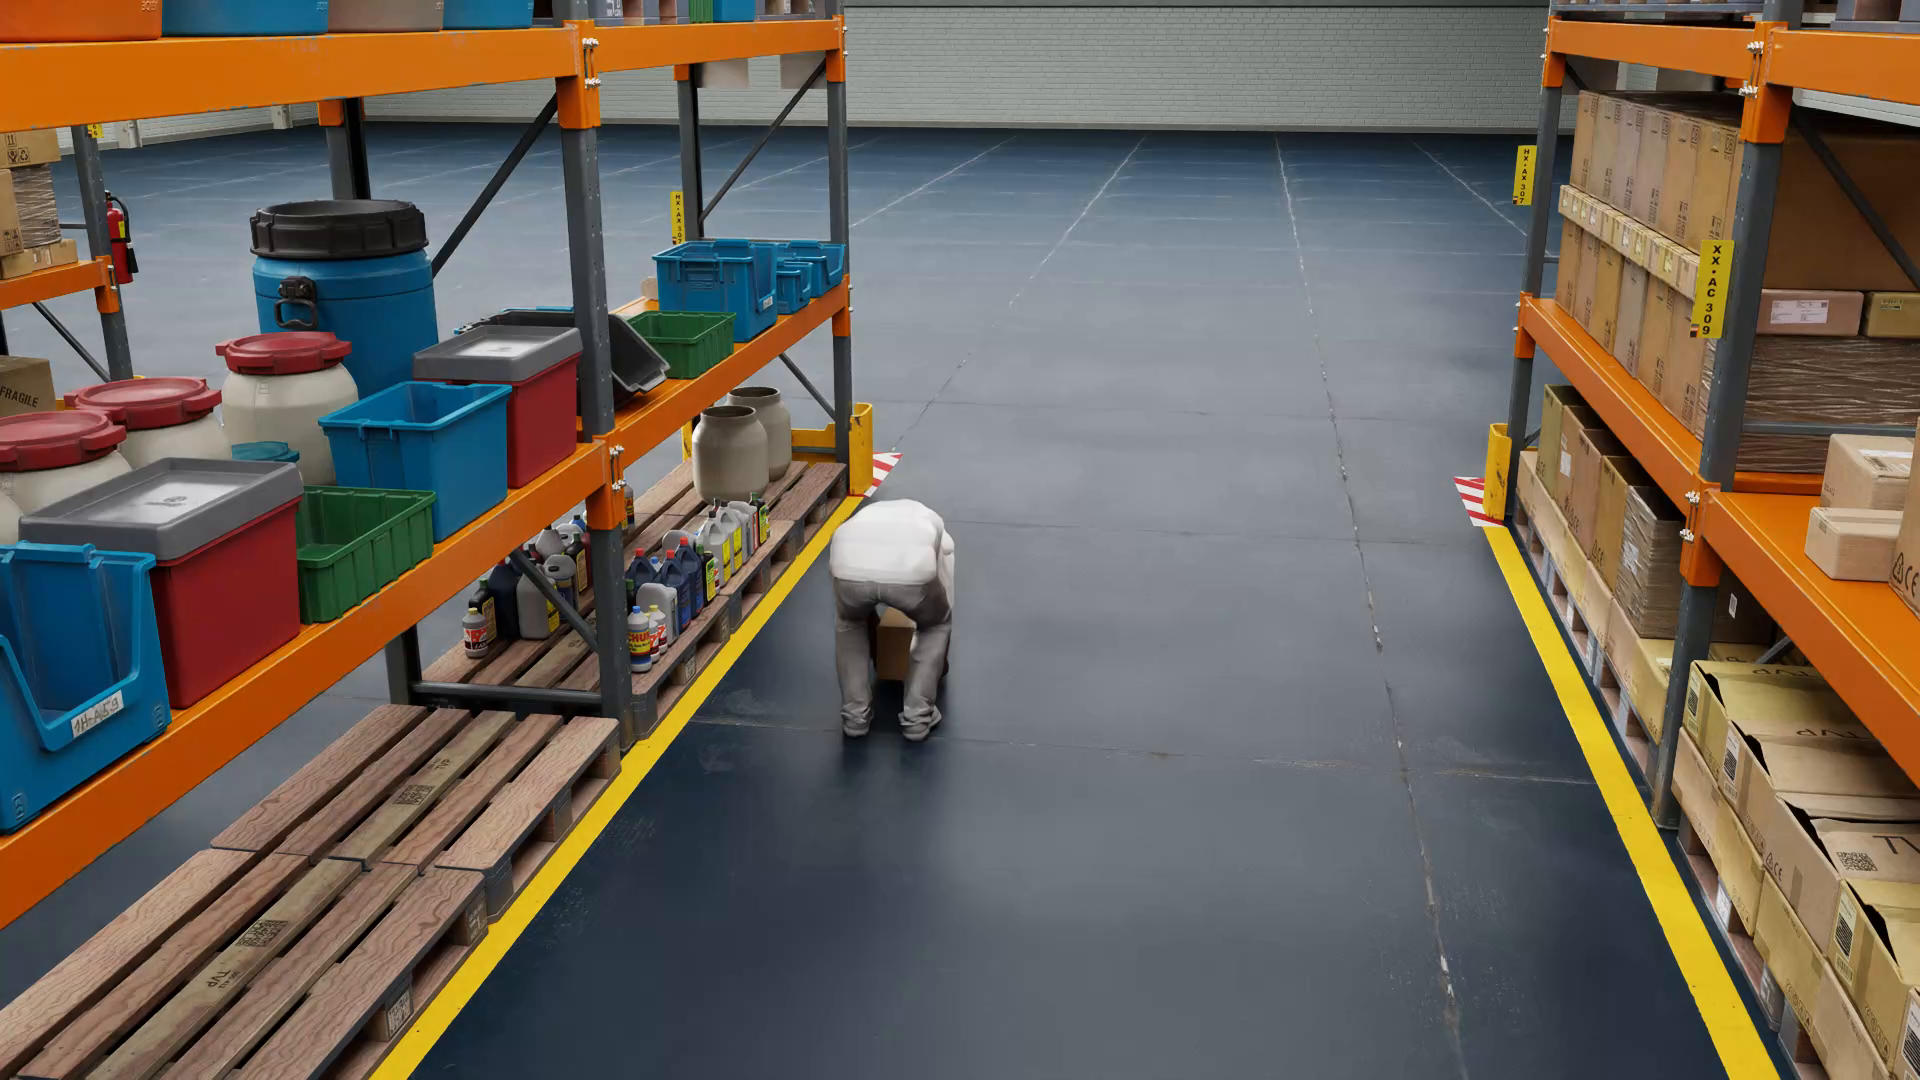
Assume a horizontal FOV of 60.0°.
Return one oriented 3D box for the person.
[{"bbox_3d":[-0.277,0.265,6.992,0.502,0.965,0.973,2,18,6],"label":"person"}]
